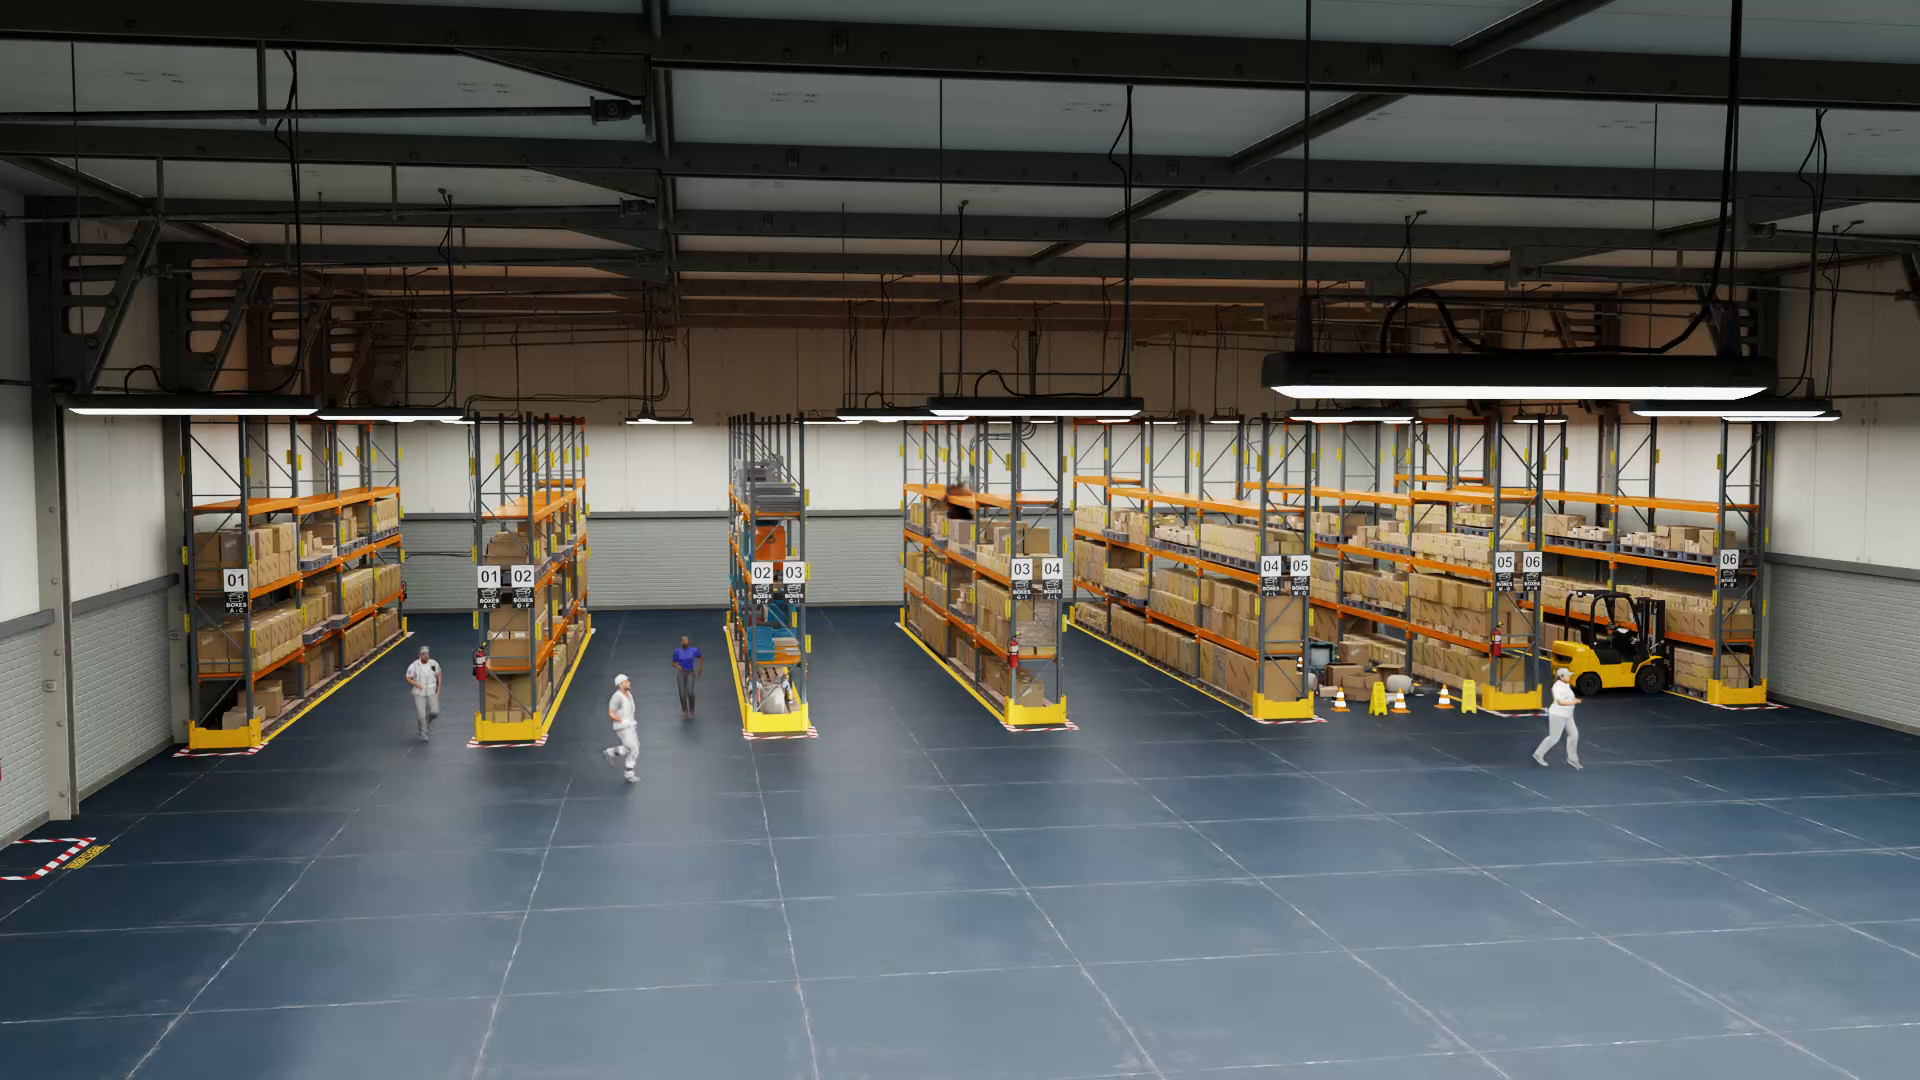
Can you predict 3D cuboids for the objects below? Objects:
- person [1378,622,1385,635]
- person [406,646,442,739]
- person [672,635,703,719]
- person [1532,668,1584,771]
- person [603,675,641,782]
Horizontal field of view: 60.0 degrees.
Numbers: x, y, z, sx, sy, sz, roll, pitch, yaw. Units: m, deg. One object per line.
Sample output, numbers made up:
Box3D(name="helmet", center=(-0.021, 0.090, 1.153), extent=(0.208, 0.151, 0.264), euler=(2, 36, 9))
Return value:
Box3D(name="person", center=(11.227, 1.836, 44.861), extent=(0.555, 1.746, 0.686), euler=(-1, 4, -18))
Box3D(name="person", center=(-9.779, 2.793, 30.448), extent=(0.669, 1.734, 0.620), euler=(-2, 4, -30))
Box3D(name="person", center=(-5.351, 2.700, 32.596), extent=(0.592, 1.685, 0.684), euler=(0, 4, -4))
Box3D(name="person", center=(10.035, 2.990, 27.856), extent=(0.809, 1.717, 0.631), euler=(3, 5, 35))
Box3D(name="person", center=(-5.483, 3.035, 26.889), extent=(0.668, 1.736, 0.688), euler=(1, 4, 9))
